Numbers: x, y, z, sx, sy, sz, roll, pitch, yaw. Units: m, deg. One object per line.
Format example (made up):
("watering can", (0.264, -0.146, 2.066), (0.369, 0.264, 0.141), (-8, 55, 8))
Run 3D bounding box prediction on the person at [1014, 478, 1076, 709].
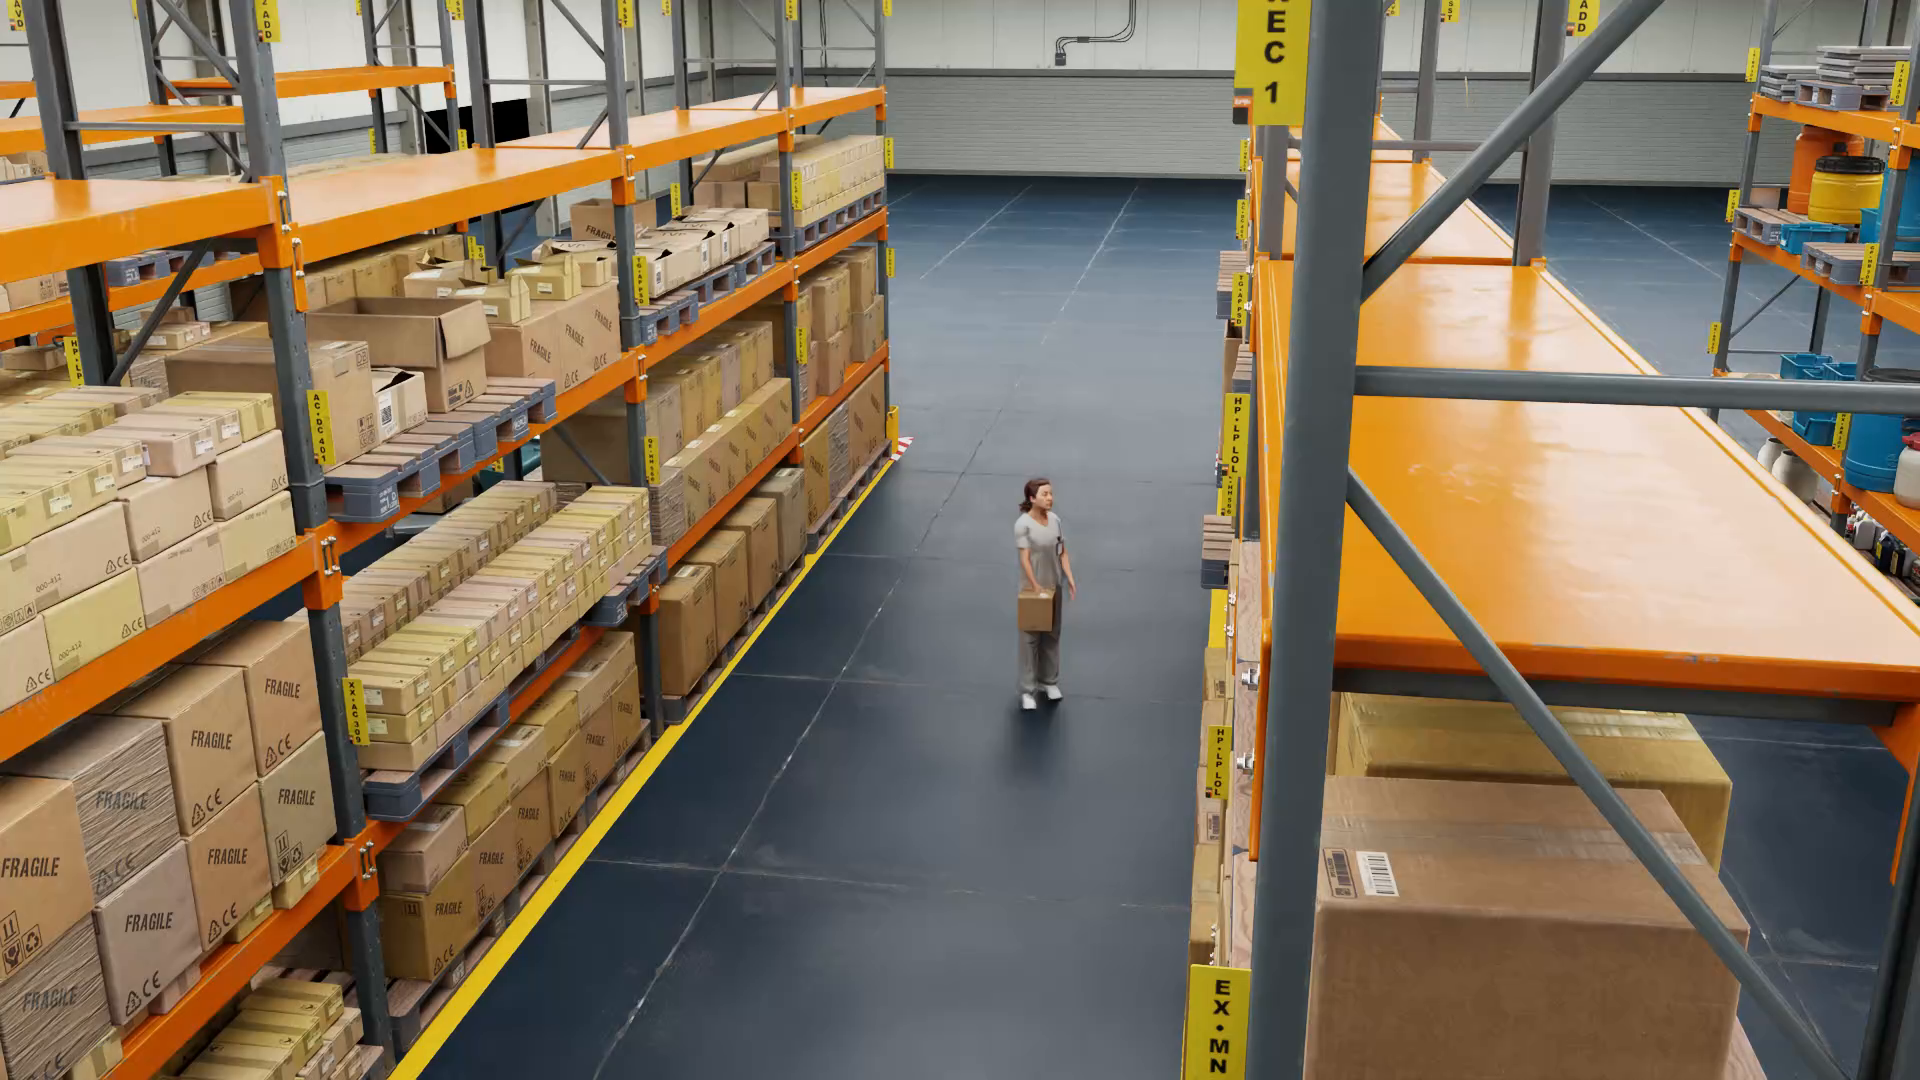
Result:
("person", (0.589, 0.375, 12.310), (0.529, 1.682, 0.479), (-15, 23, -38))
